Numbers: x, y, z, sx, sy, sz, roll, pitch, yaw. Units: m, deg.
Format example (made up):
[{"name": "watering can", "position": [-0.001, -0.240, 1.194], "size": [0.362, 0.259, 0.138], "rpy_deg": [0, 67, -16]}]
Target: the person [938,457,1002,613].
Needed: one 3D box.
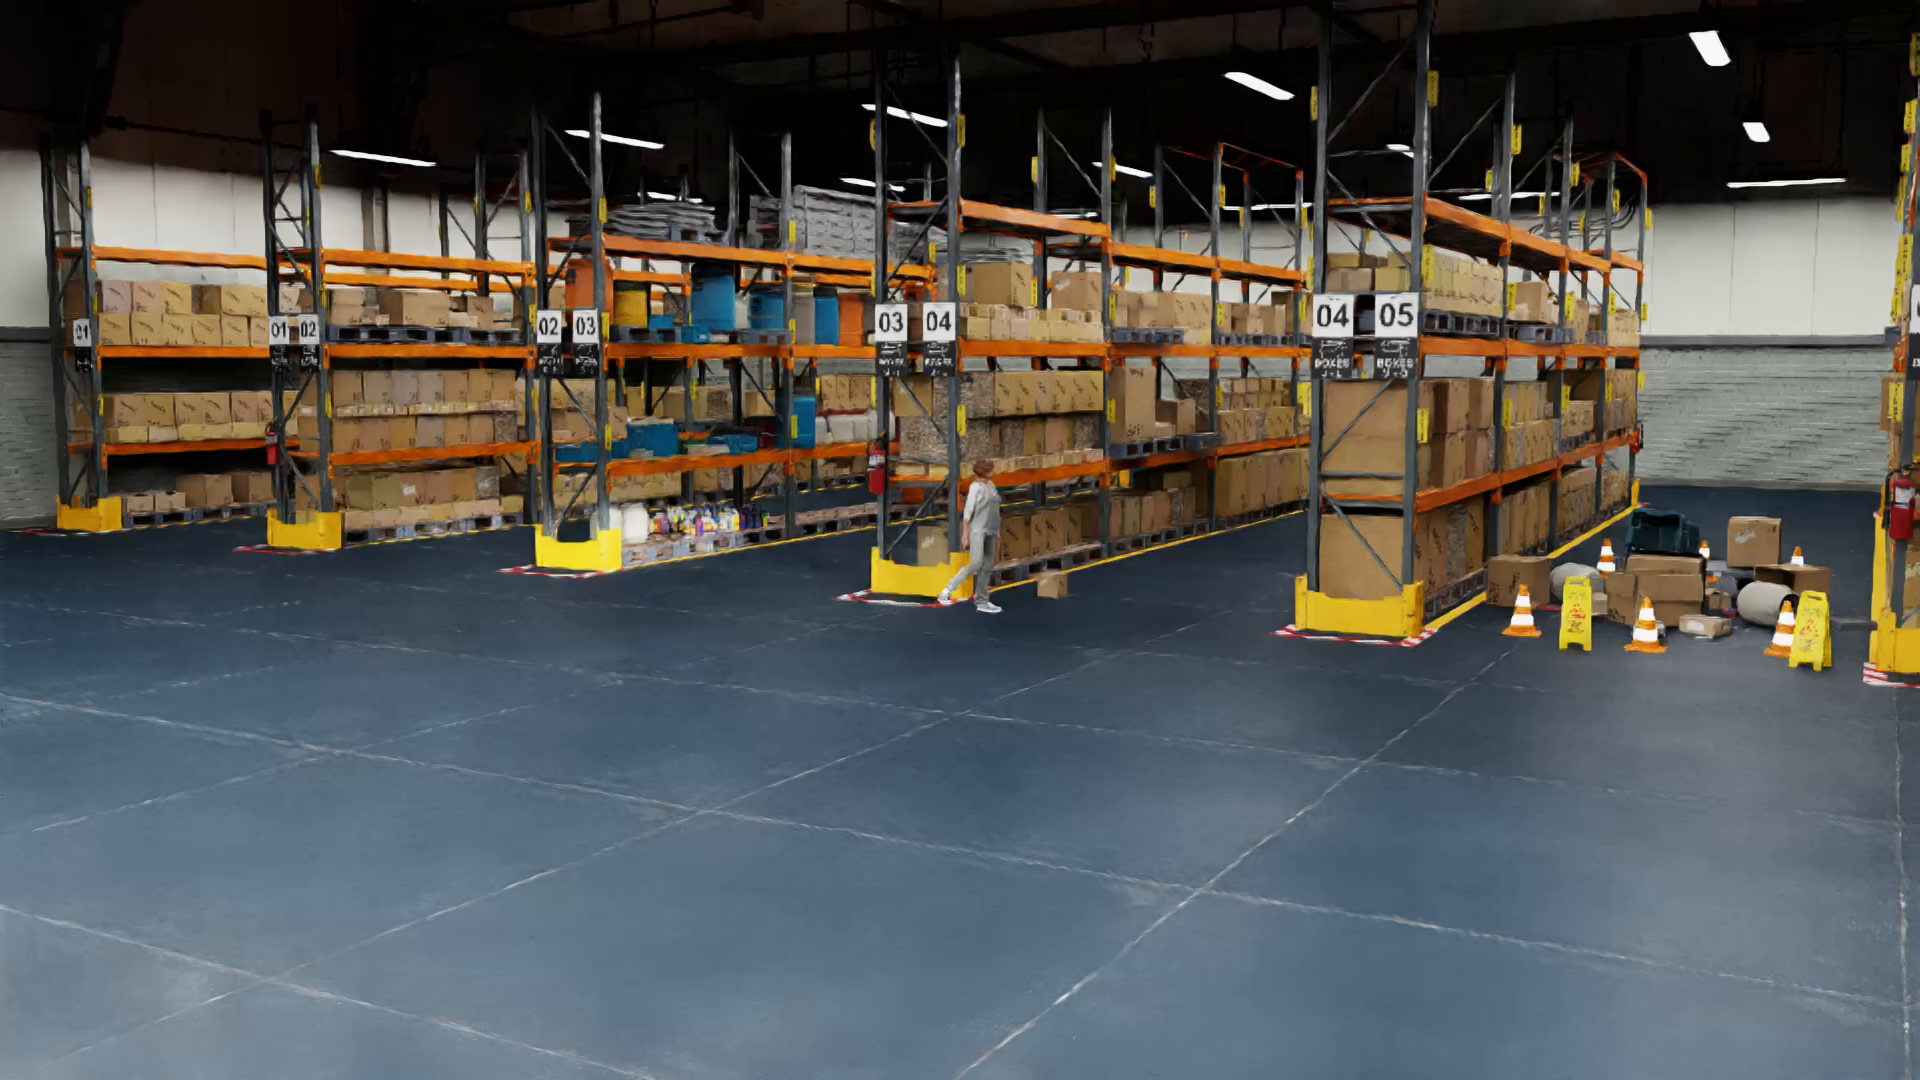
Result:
[{"name": "person", "position": [0.132, -0.031, 17.065], "size": [0.559, 1.553, 0.610], "rpy_deg": [4, 8, 35]}]
